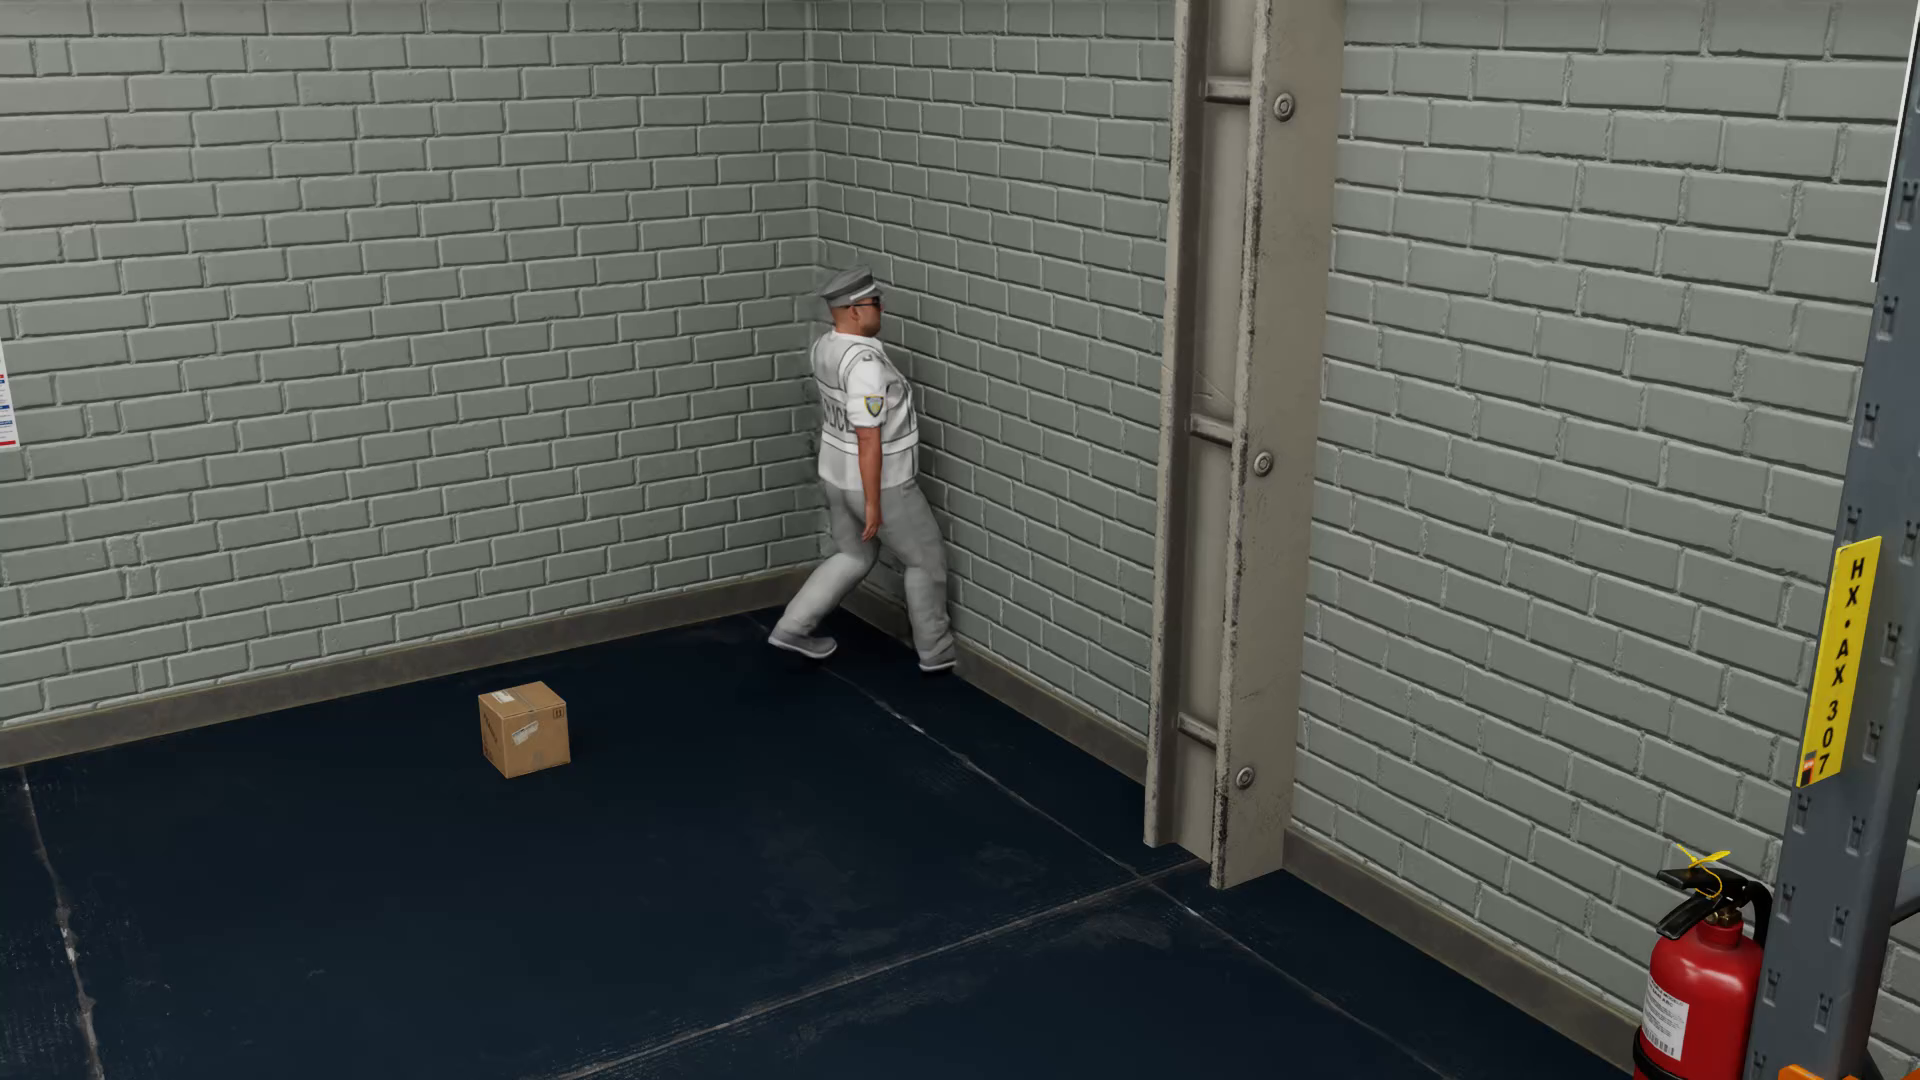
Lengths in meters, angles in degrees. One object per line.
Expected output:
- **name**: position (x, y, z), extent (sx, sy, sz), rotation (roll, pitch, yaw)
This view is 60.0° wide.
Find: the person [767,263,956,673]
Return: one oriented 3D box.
- **person**: position (-0.338, -0.279, 6.841), extent (0.908, 1.730, 0.533), rotation (-11, 21, -29)
